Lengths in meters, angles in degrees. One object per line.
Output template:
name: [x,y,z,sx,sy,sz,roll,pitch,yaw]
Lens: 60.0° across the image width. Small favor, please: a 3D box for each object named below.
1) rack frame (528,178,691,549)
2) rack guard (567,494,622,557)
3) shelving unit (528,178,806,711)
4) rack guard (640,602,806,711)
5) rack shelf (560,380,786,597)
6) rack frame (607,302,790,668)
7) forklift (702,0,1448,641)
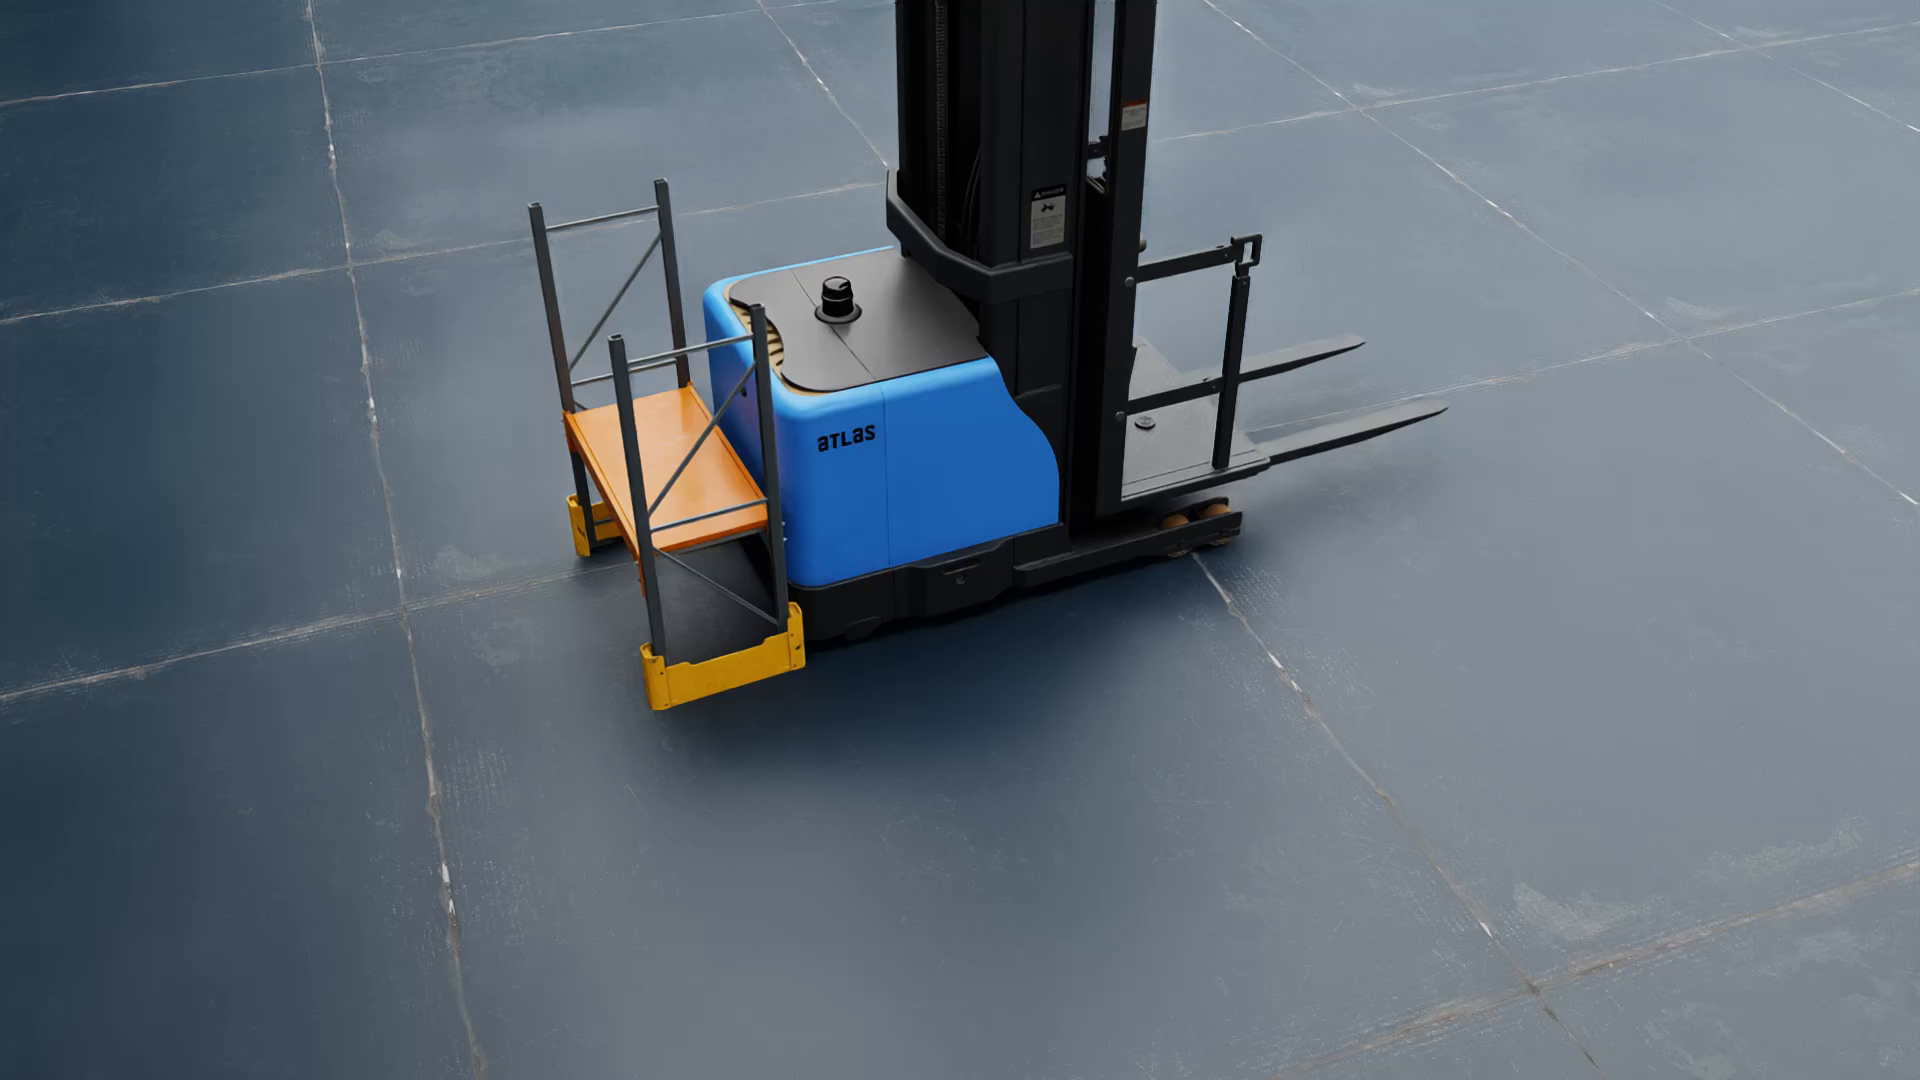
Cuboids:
rack frame: [-1.281,-0.633,6.344,0.500,1.500,0.032,-16,40,-20]
rack guard: [-1.273,-0.124,6.706,0.587,0.250,0.087,-16,40,-20]
shelving unit: [-1.060,-0.352,5.971,0.587,1.500,1.083,-16,40,-20]
rack guard: [-0.847,0.418,5.987,0.587,0.250,0.087,-16,40,-20]
rack shelf: [-1.064,-0.213,6.086,0.538,0.185,1.000,-16,40,-20]
rack frame: [-0.846,-0.081,5.610,0.500,1.500,0.032,-16,40,-20]
forklift: [0.581,-1.379,6.145,3.031,2.935,1.130,-15,39,-19]
